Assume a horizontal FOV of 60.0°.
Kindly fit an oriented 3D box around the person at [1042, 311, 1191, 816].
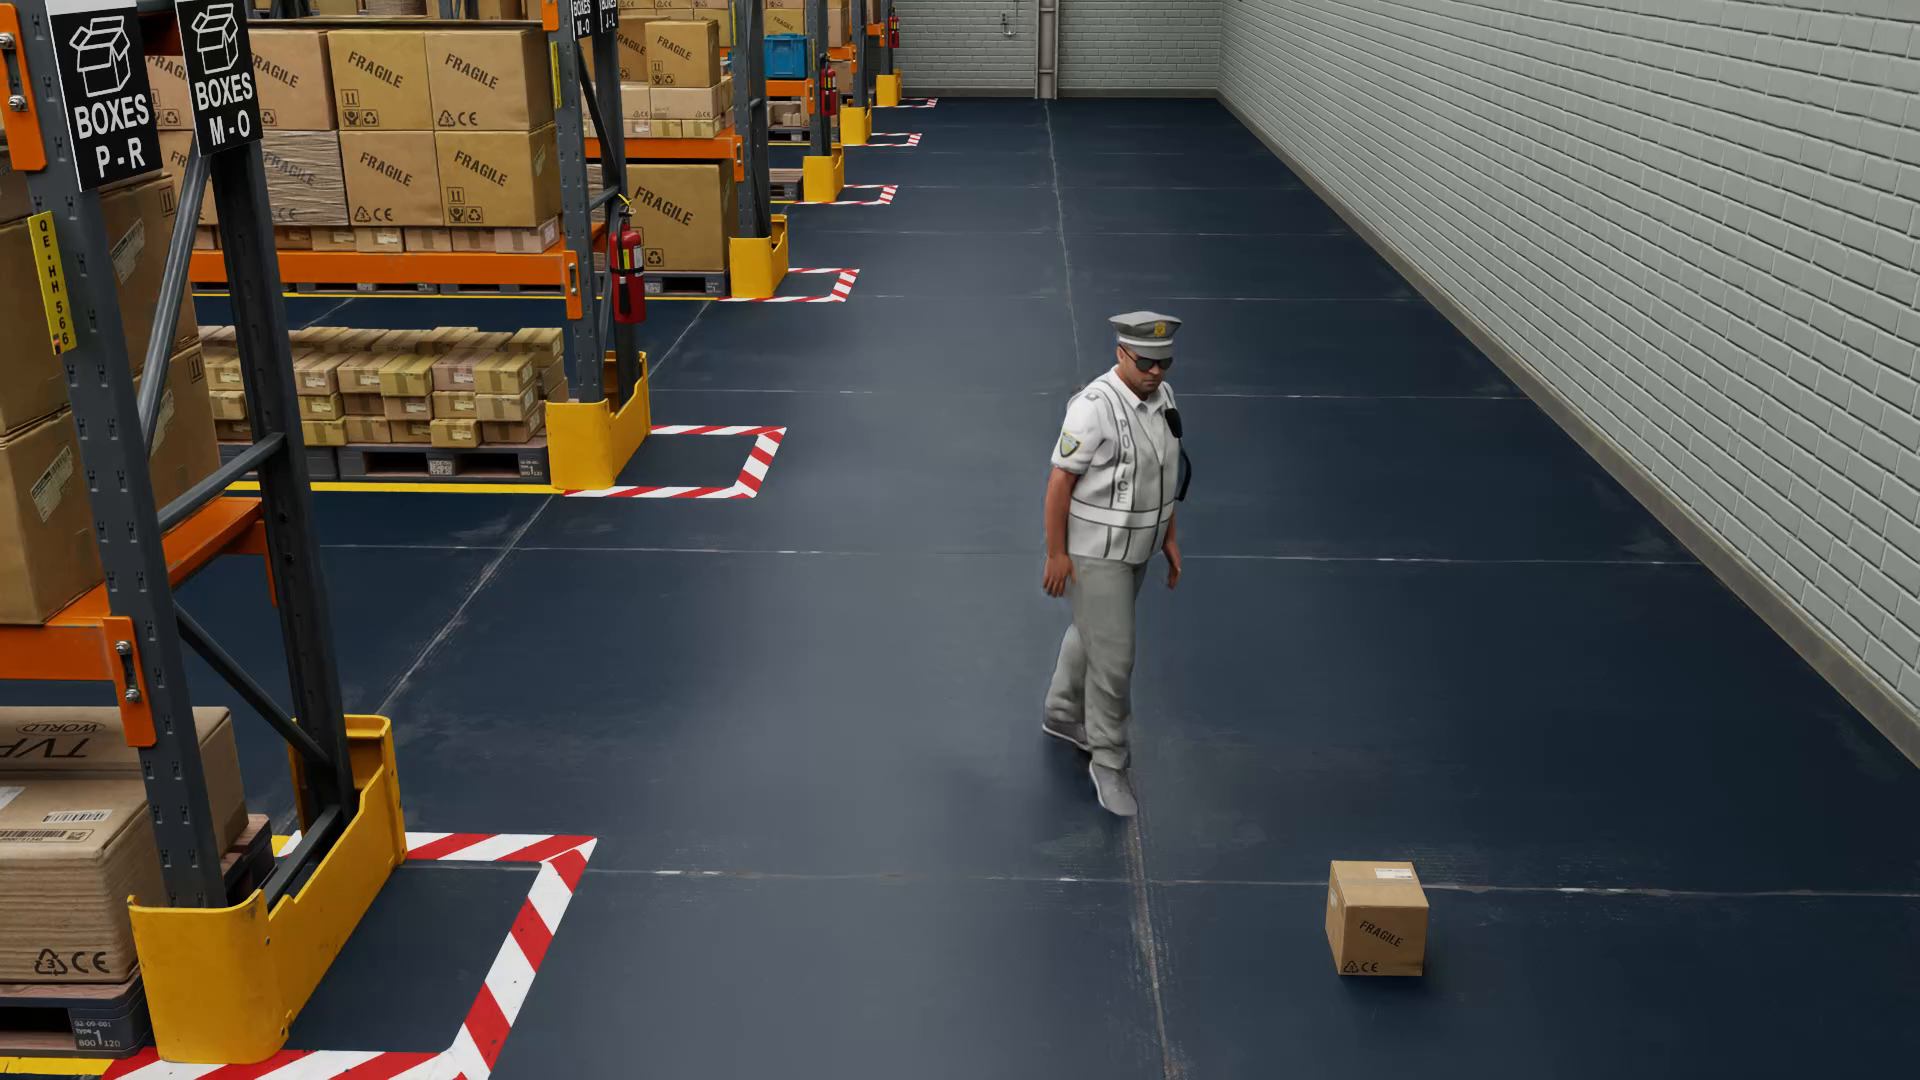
[{"bbox_3d":[0.534,0.054,5.987,0.597,1.798,0.574,14,25,33],"label":"person"}]
